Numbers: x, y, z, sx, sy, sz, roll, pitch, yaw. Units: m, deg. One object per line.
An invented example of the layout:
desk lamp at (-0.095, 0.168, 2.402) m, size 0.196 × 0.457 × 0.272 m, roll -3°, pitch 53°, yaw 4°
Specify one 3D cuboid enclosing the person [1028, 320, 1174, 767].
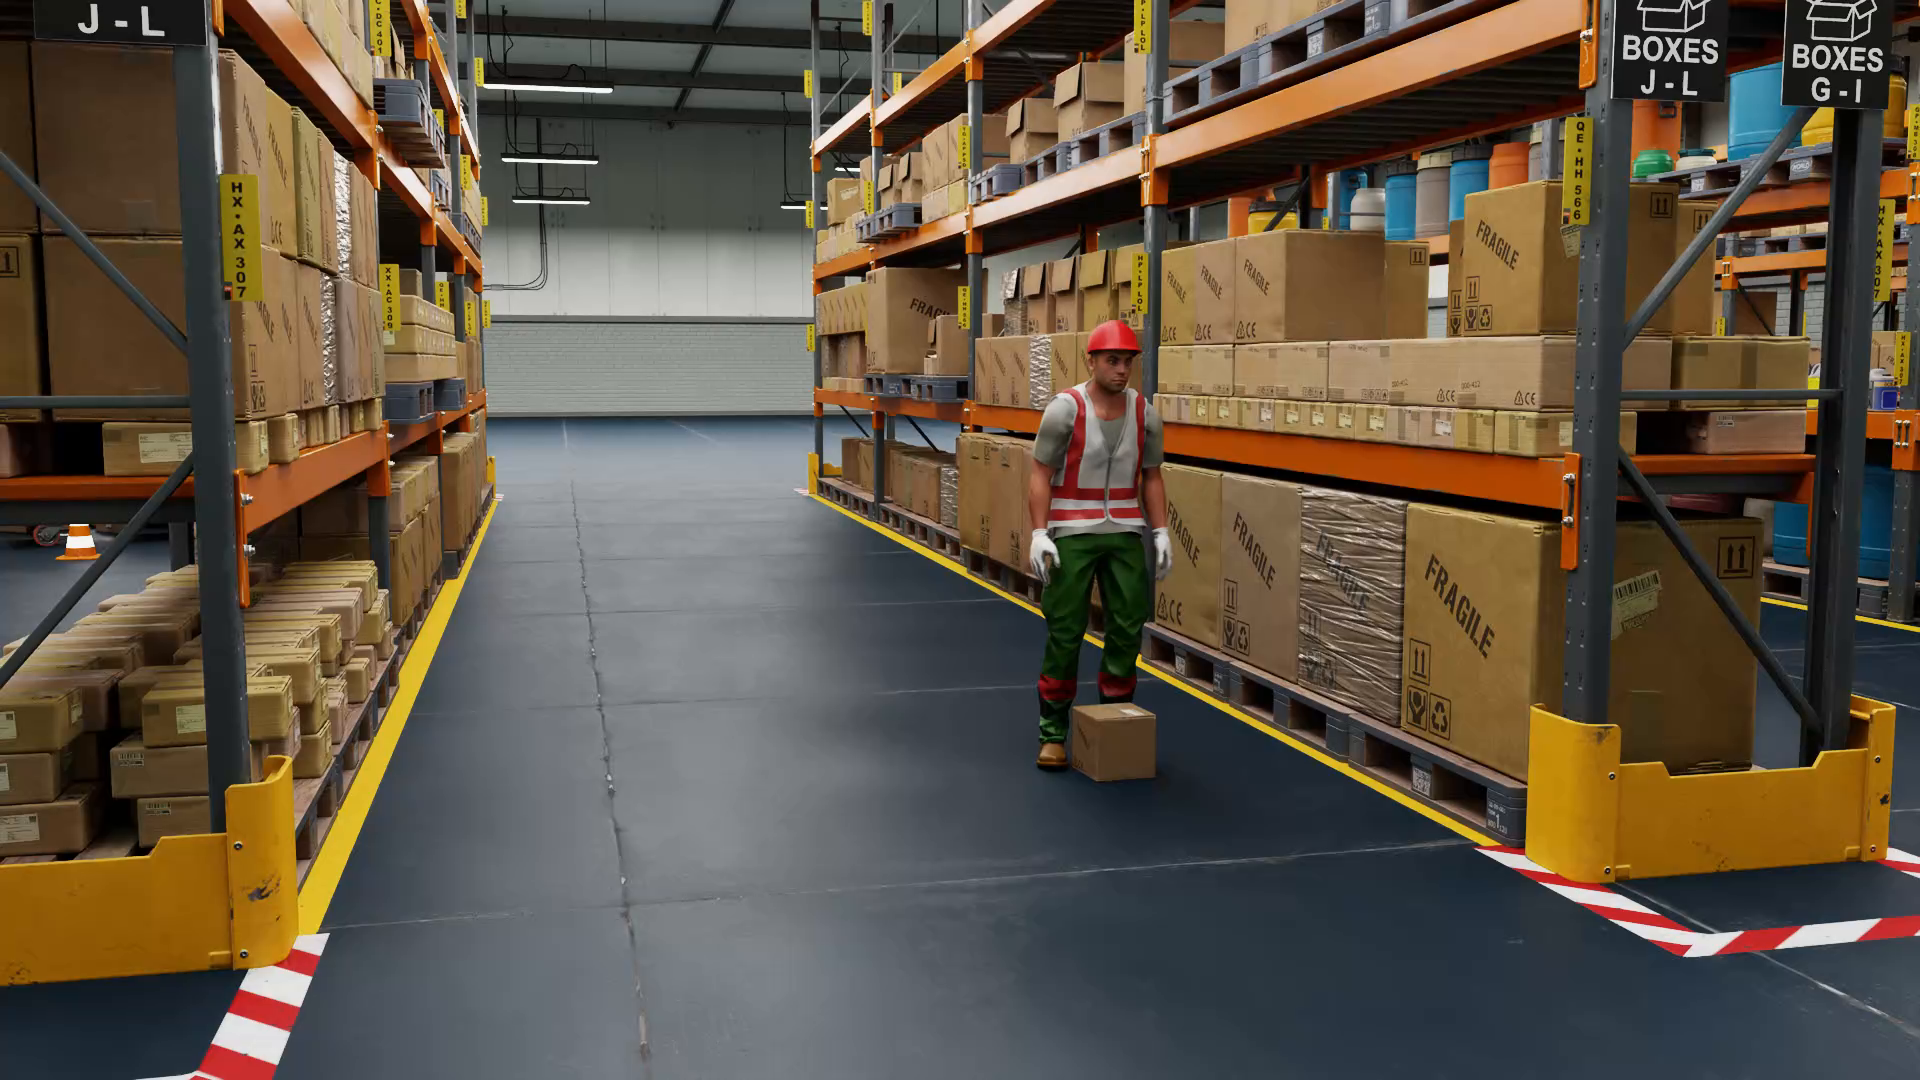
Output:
person at (2.432, -0.632, 12.795) m, size 7.632 × 1.780 × 11.173 m, roll -2°, pitch 6°, yaw -16°
